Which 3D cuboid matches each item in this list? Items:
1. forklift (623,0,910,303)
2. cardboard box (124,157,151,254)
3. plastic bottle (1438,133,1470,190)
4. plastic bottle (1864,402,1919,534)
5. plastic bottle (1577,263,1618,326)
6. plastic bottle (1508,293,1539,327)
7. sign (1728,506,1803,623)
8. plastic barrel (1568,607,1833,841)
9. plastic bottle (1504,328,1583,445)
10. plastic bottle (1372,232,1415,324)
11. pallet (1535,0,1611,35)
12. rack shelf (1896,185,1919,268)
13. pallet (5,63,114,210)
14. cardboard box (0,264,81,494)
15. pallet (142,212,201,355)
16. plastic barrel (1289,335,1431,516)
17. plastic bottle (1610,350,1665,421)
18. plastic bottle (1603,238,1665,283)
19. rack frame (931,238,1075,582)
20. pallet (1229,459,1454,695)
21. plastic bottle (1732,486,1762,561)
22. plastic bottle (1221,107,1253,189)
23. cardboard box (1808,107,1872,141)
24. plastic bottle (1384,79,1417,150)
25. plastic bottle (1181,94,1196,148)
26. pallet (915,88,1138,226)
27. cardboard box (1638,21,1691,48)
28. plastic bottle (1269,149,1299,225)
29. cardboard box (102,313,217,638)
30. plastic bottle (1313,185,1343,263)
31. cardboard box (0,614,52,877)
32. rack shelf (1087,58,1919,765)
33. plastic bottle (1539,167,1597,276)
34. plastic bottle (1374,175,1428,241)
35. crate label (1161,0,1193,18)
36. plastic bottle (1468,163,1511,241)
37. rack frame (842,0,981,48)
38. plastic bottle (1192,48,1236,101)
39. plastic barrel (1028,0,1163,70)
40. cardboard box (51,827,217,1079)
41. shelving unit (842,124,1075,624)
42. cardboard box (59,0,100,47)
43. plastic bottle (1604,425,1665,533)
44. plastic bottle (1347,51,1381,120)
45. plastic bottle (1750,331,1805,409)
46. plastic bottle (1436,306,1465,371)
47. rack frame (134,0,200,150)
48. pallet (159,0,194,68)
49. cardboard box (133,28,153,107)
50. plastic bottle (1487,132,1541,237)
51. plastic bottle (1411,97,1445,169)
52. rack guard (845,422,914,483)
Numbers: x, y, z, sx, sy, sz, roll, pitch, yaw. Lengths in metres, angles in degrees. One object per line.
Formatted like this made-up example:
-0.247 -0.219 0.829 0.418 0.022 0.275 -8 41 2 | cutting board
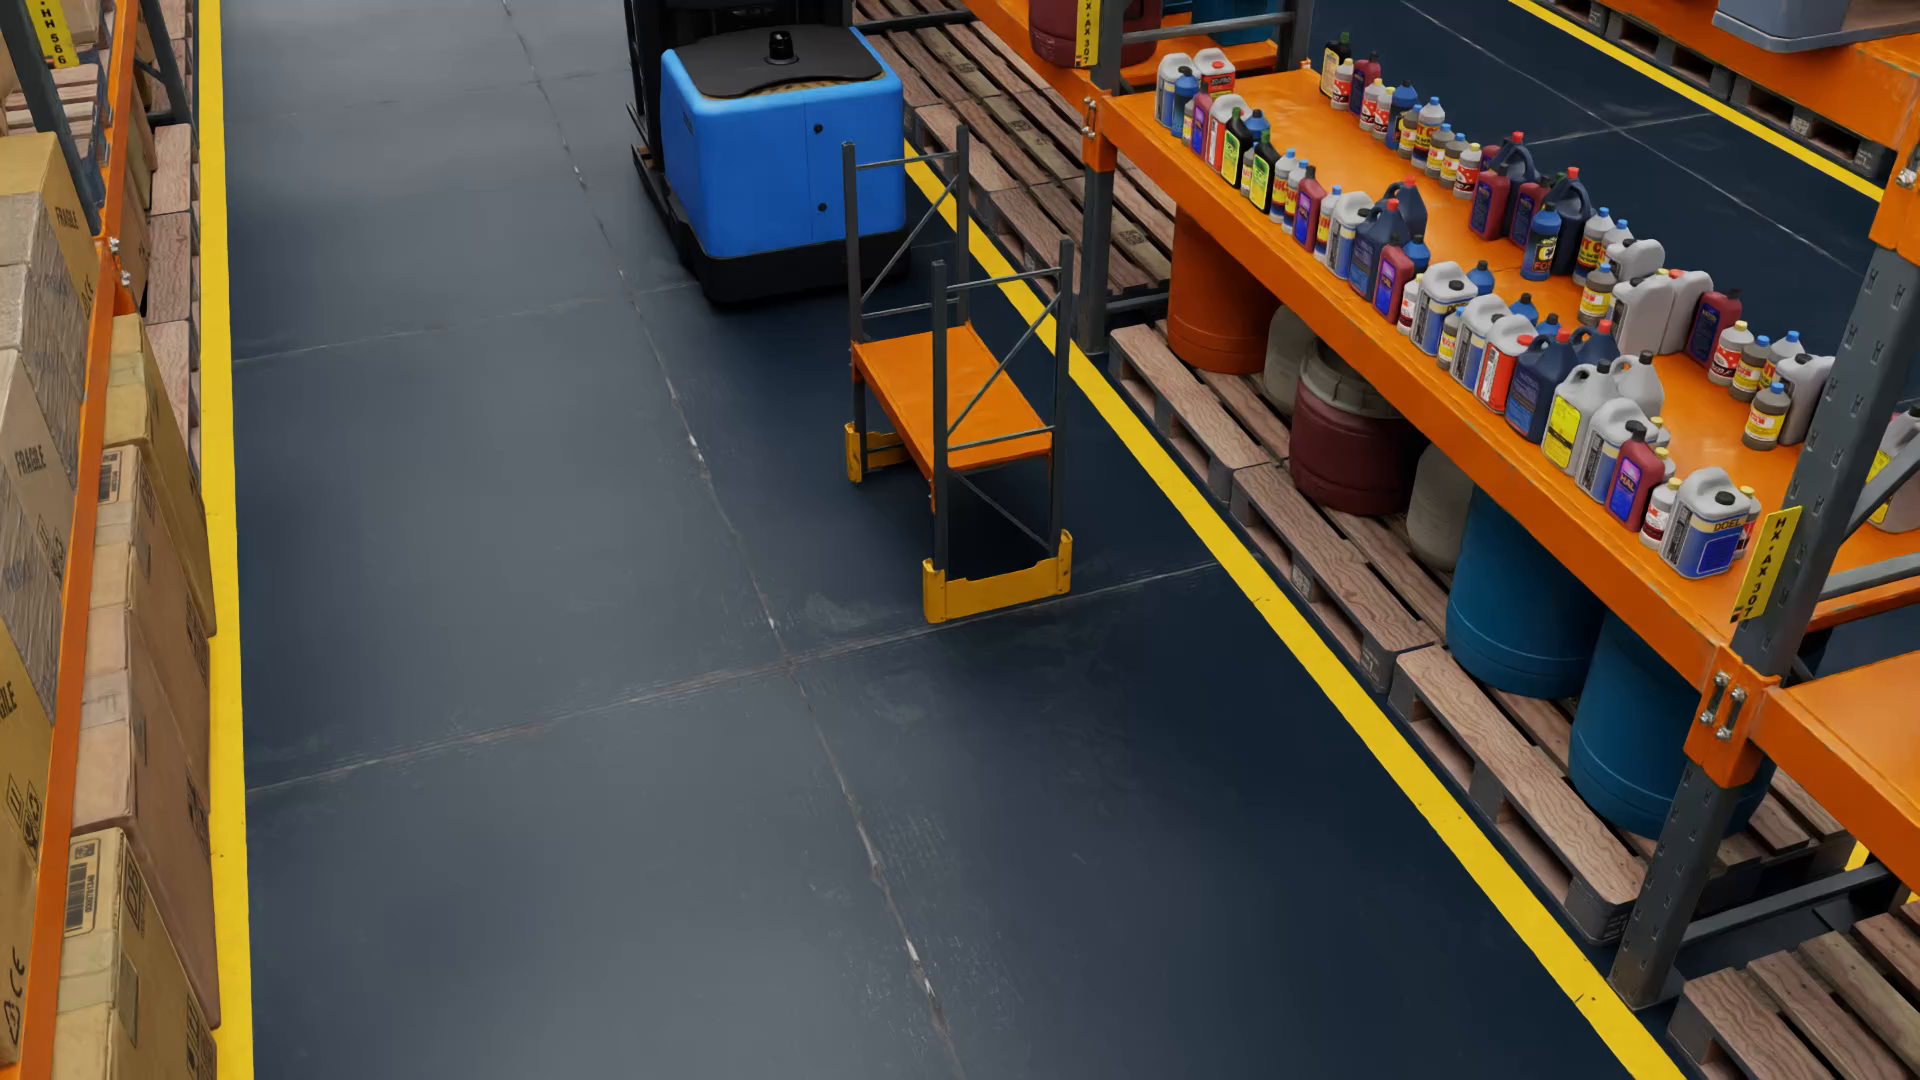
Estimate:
-1.233 -3.225 8.596 1.130 2.935 3.031 -12 39 -16 | forklift
-4.446 -1.672 8.188 0.700 0.500 0.500 -16 40 -20 | cardboard box
1.893 -1.452 6.350 0.097 0.201 0.097 0 37 0 | plastic bottle
2.596 -0.210 4.577 0.144 0.351 0.185 -12 39 -16 | plastic bottle
2.116 -0.820 5.510 0.097 0.201 0.097 0 37 0 | plastic bottle
1.753 -0.649 5.225 0.097 0.271 0.097 0 37 0 | plastic bottle
1.910 0.061 3.946 0.100 0.325 0.005 -12 39 -16 | sign
2.256 0.418 5.096 0.600 0.901 0.708 -12 39 -16 | plastic barrel
1.740 -0.477 4.932 0.144 0.351 0.185 -12 39 -16 | plastic bottle
1.440 -0.870 5.509 0.061 0.283 0.133 -12 39 -16 | plastic bottle
4.616 -3.962 11.834 1.003 0.211 1.213 -12 39 -16 | pallet
3.115 0.278 1.993 1.077 0.370 4.000 -12 39 -16 | rack shelf
-3.945 -1.479 6.380 1.213 0.211 1.003 -12 39 -16 | pallet
-2.850 -0.412 4.721 0.500 0.500 0.500 -14 39 -17 | cardboard box
-4.284 -1.191 8.156 1.003 0.211 1.213 -12 39 -16 | pallet
1.623 -0.494 6.569 0.600 0.588 0.708 -12 39 -16 | plastic barrel
1.939 -0.403 4.833 0.144 0.351 0.185 -12 39 -16 | plastic bottle
2.227 -0.886 5.536 0.152 0.276 0.135 -12 39 -16 | plastic bottle
0.146 -0.360 5.981 0.500 1.500 0.032 -12 39 -16 | rack frame
1.777 0.038 6.524 1.003 0.211 1.213 -12 39 -16 | pallet
2.099 -0.054 4.493 0.097 0.201 0.097 0 37 0 | plastic bottle
1.058 -1.496 6.340 0.061 0.283 0.133 -12 39 -16 | plastic bottle
5.293 -2.540 9.566 0.500 0.250 0.500 -12 39 -15 | cardboard box
1.759 -1.700 6.621 0.097 0.271 0.097 0 37 0 | plastic bottle
0.944 -1.684 6.657 0.097 0.201 0.097 0 37 0 | plastic bottle
0.404 -2.221 9.523 1.003 0.211 1.213 -12 39 -16 | pallet
4.762 -3.405 10.714 0.500 0.250 0.500 -12 39 -15 | cardboard box
1.195 -1.300 6.089 0.097 0.271 0.097 0 37 0 | plastic bottle
-3.382 -0.100 5.807 1.225 0.875 0.875 -14 39 -18 | cardboard box
1.308 -1.114 5.843 0.097 0.271 0.097 0 37 0 | plastic bottle
-2.321 0.449 3.578 0.500 0.500 0.500 -12 39 -16 | cardboard box
1.739 -0.784 5.895 1.077 0.370 4.000 -12 39 -16 | rack shelf
2.109 -1.117 5.781 0.144 0.351 0.185 -12 39 -16 | plastic bottle
1.521 -1.103 5.762 0.144 0.351 0.185 -12 39 -16 | plastic bottle
0.963 -2.832 7.987 0.502 0.435 0.616 -12 39 -16 | crate label
1.912 -1.234 5.992 0.061 0.283 0.133 -12 39 -16 | plastic bottle
-0.326 -4.460 10.178 1.000 3.000 0.127 -12 39 -16 | rack frame
1.039 -1.871 6.844 0.152 0.276 0.135 -12 39 -16 | plastic bottle
0.606 -2.454 7.402 0.600 0.536 0.708 -12 39 -16 | plastic barrel
-2.463 1.408 3.805 1.225 0.875 0.875 -12 39 -16 | cardboard box
-0.026 -0.642 6.356 0.587 1.500 1.083 -12 39 -16 | shelving unit
-3.961 -2.277 7.056 0.500 0.250 0.500 -14 39 -17 | cardboard box
1.865 -0.171 4.581 0.061 0.283 0.133 -12 39 -16 | plastic bottle
1.670 -1.884 6.854 0.061 0.283 0.133 -12 39 -16 | plastic bottle
2.485 -0.508 5.038 0.097 0.271 0.097 0 37 0 | plastic bottle
1.577 -0.645 5.278 0.097 0.201 0.097 0 37 0 | plastic bottle
-4.976 -3.435 8.817 1.000 3.000 0.127 -12 39 -16 | rack frame
-5.664 -3.383 11.066 1.003 0.211 1.213 -12 39 -16 | pallet
-5.077 -2.838 9.754 0.500 0.500 0.500 -14 39 -17 | cardboard box
1.999 -1.297 6.019 0.144 0.351 0.185 -12 39 -16 | plastic bottle
1.826 -1.590 6.475 0.097 0.271 0.097 0 37 0 | plastic bottle
-0.198 -0.424 7.105 0.587 0.250 0.087 -12 39 -16 | rack guard
